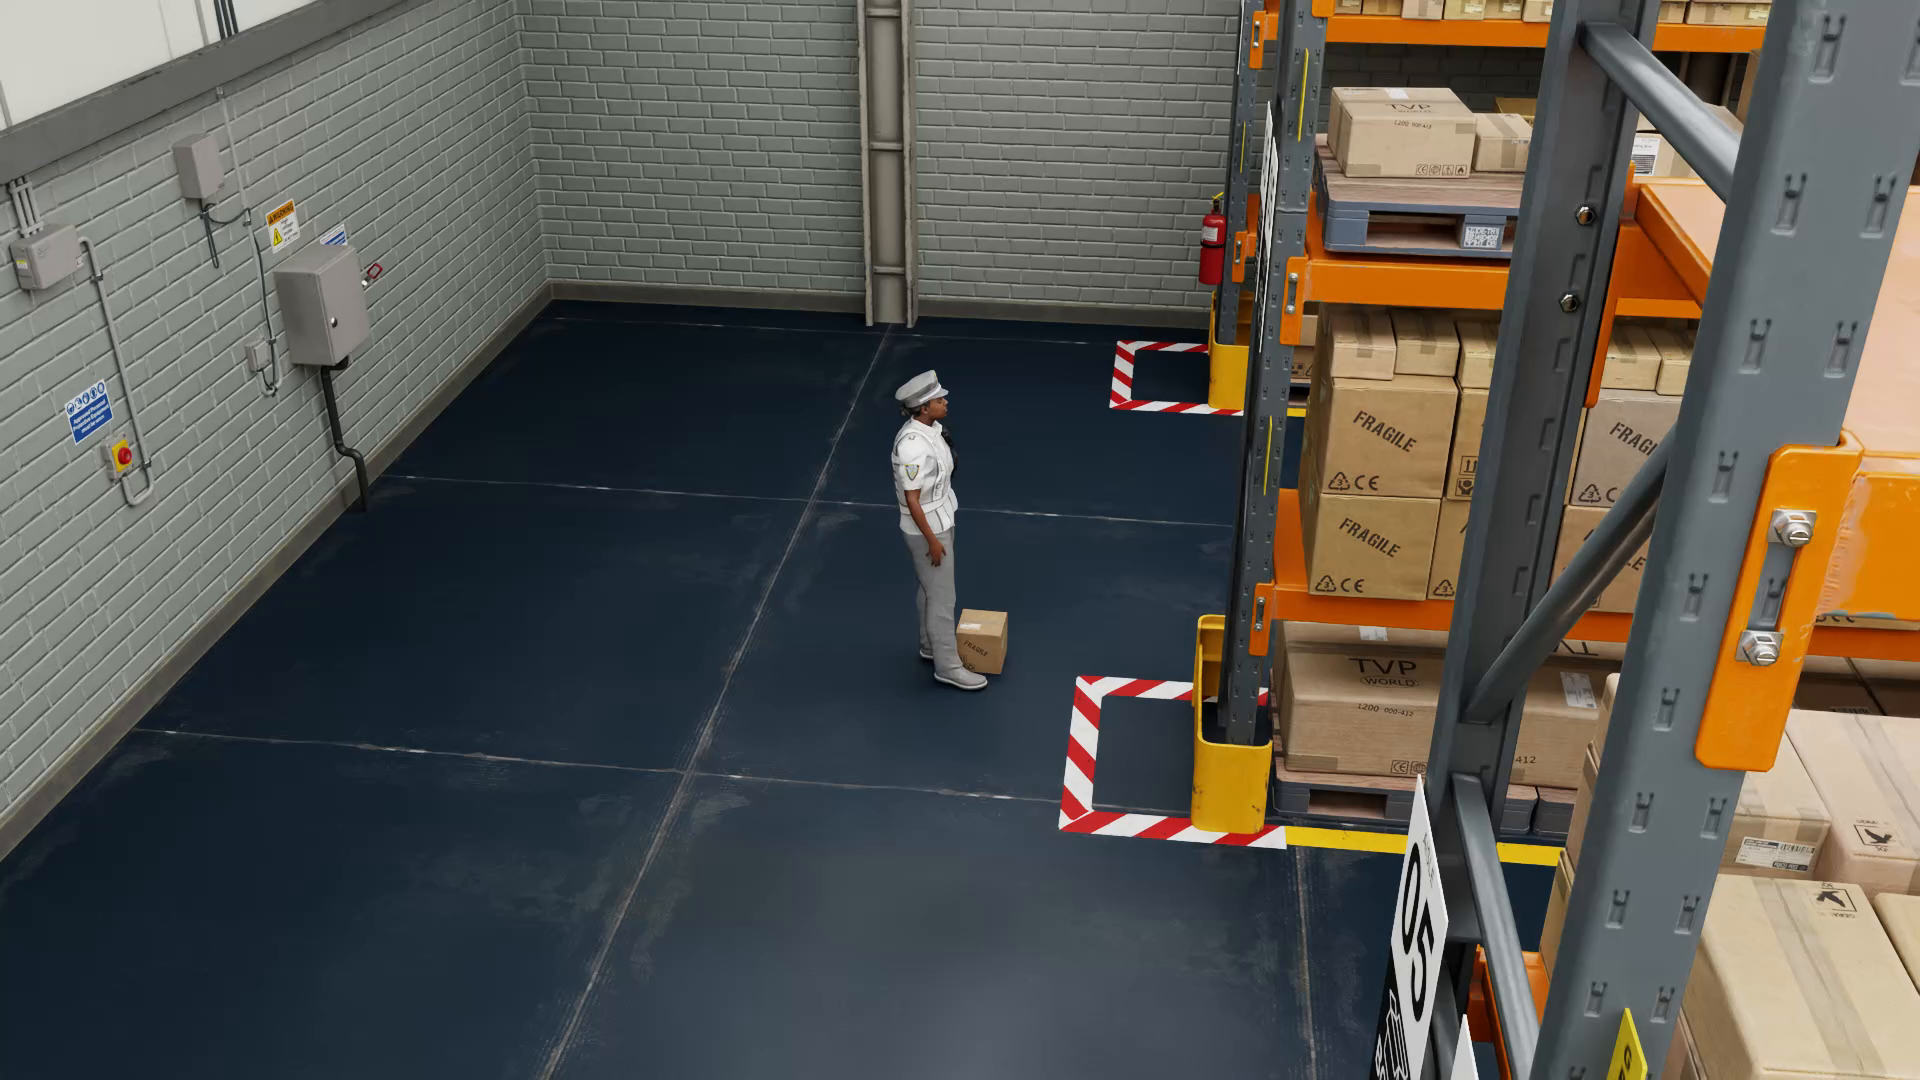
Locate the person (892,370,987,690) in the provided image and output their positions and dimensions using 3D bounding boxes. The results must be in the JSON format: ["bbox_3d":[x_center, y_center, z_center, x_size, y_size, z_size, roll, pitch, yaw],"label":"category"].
[{"bbox_3d":[-0.087,-0.077,8.814,0.529,1.695,0.570,3,29,6],"label":"person"}]
